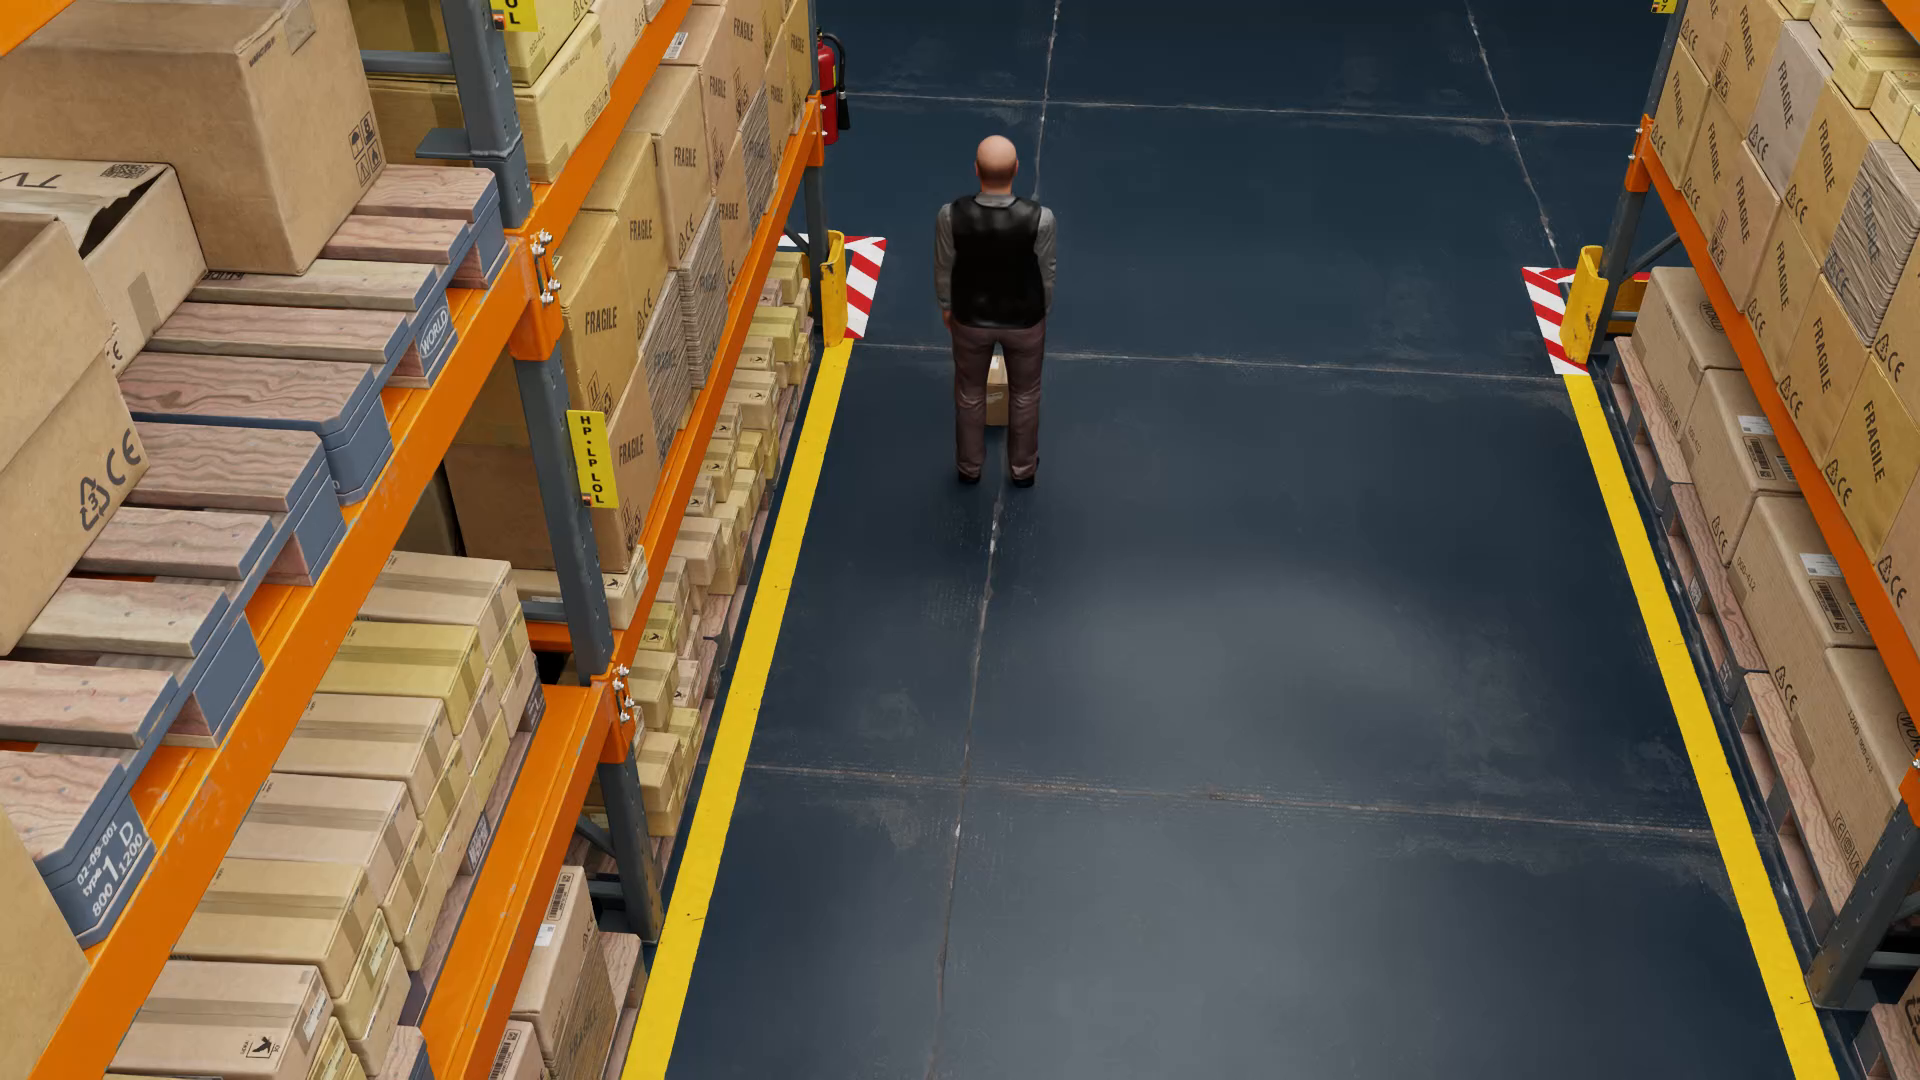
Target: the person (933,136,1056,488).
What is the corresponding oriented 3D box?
[{"bbox_3d":[0.150,-0.986,7.370,0.534,1.713,0.355,3,40,4],"label":"person"}]
